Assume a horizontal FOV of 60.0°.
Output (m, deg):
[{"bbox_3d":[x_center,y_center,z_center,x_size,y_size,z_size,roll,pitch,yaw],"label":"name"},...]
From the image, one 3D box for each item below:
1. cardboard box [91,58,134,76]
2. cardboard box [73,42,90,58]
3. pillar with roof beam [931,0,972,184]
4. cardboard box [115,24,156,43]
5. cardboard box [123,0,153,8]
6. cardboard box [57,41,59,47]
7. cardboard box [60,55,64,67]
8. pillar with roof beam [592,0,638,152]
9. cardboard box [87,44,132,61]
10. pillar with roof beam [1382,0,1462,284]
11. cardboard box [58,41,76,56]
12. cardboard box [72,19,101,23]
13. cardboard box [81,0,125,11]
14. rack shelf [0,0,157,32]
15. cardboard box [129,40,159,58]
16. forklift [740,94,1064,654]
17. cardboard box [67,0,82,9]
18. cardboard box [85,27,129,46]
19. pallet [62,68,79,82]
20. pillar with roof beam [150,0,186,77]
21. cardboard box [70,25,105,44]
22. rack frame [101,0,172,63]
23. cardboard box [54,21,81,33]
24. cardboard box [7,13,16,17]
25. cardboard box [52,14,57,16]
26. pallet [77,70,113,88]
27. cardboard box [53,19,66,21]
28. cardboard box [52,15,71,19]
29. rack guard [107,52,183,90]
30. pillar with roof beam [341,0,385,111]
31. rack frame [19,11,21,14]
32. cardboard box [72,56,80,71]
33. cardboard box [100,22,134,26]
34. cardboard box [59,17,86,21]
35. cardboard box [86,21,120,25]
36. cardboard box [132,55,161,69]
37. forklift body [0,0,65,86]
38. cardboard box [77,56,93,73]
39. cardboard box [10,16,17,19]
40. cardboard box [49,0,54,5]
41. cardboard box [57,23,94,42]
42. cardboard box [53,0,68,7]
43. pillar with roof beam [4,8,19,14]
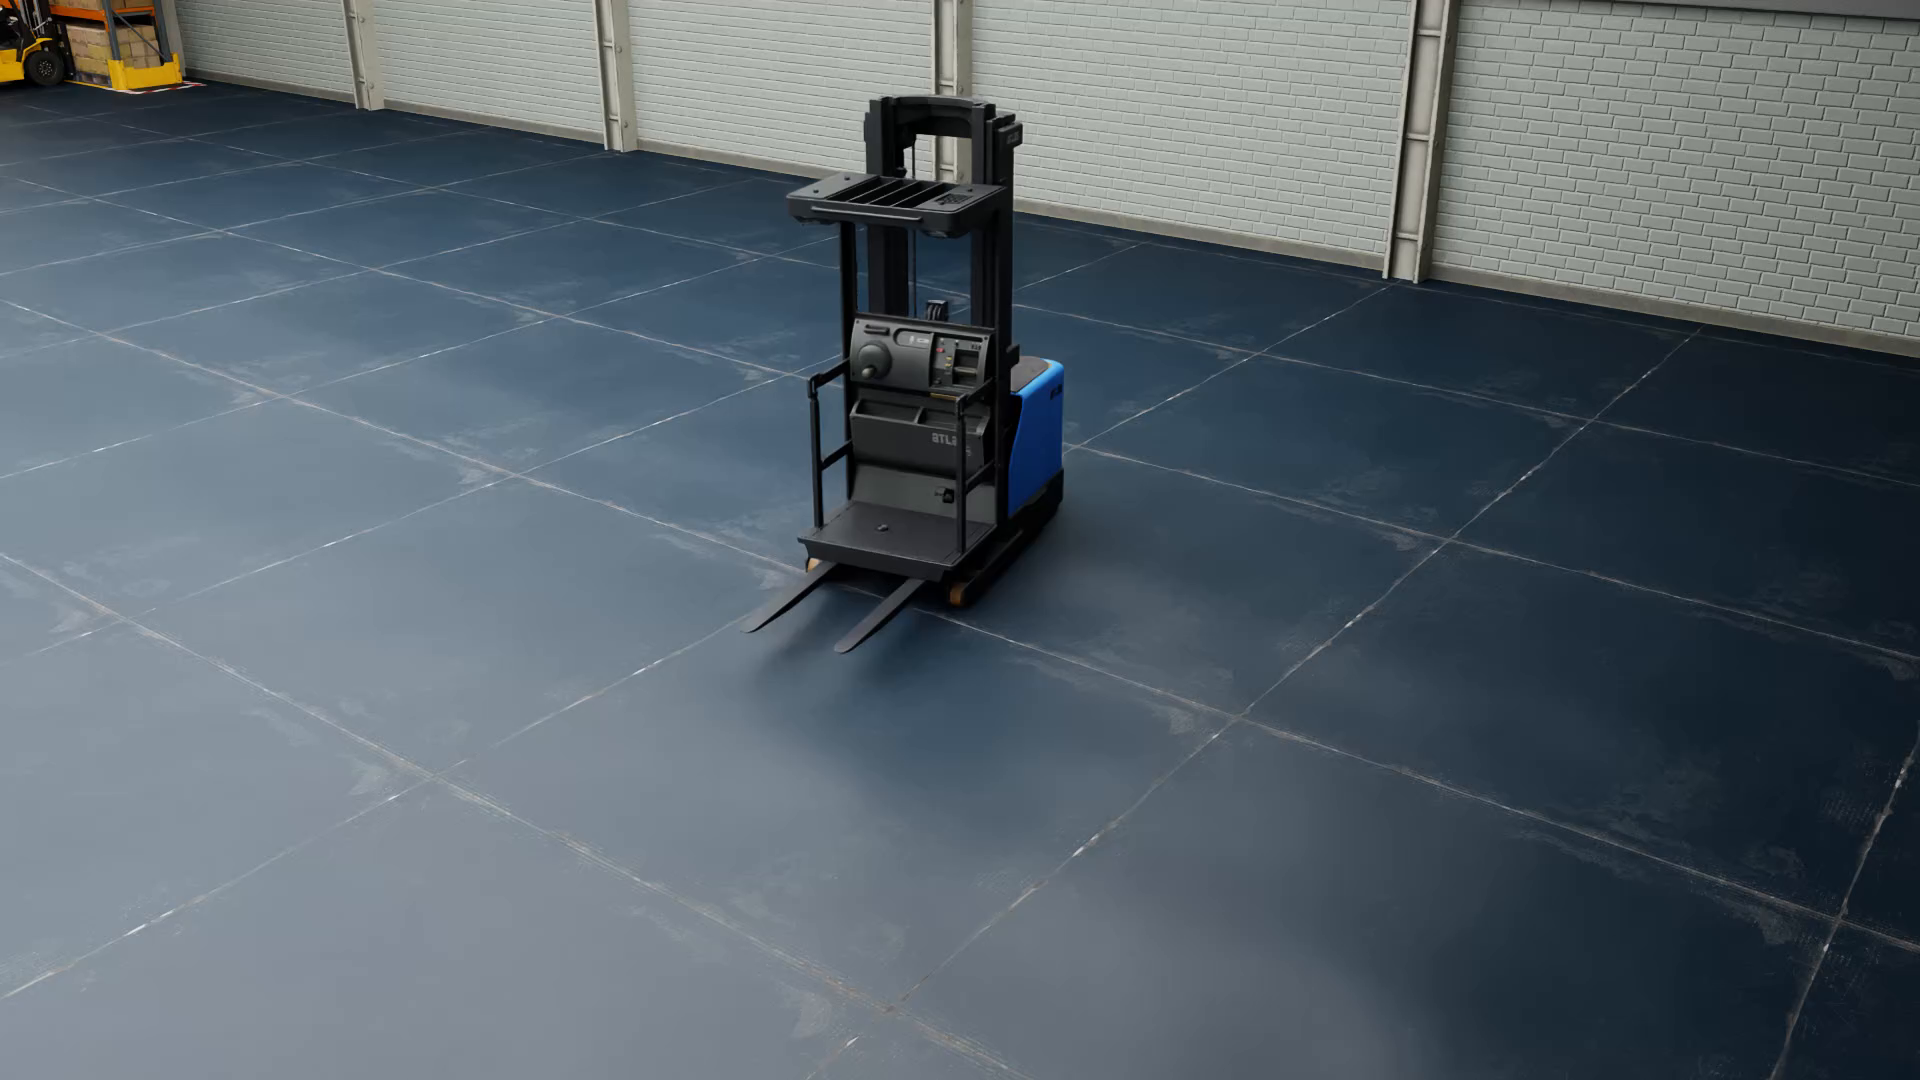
[{"bbox_3d":[-15.055,-8.428,29.547,0.500,0.250,0.500,17,29,34],"label":"cardboard box"},{"bbox_3d":[-15.461,-8.787,29.741,0.500,0.250,0.500,16,29,33],"label":"cardboard box"},{"bbox_3d":[-2.684,-6.945,15.852,0.400,9.000,9.100,17,29,33],"label":"pillar with roof beam"},{"bbox_3d":[-14.760,-9.051,29.722,0.500,0.250,0.500,16,29,33],"label":"cardboard box"},{"bbox_3d":[-14.719,-9.738,29.506,0.500,0.500,0.500,18,29,35],"label":"cardboard box"},{"bbox_3d":[-16.285,-9.027,30.287,0.500,0.250,0.500,17,29,33],"label":"cardboard box"},{"bbox_3d":[-16.271,-8.794,30.377,0.500,0.250,0.500,18,29,35],"label":"cardboard box"},{"bbox_3d":[-7.485,-8.396,19.145,0.400,9.000,9.100,17,29,33],"label":"pillar with roof beam"},{"bbox_3d":[-15.066,-8.662,29.458,0.500,0.250,0.500,16,29,33],"label":"cardboard box"},{"bbox_3d":[2.117,-5.494,12.559,0.400,9.000,9.100,17,29,33],"label":"pillar with roof beam"},{"bbox_3d":[-15.887,-8.905,30.009,0.500,0.250,0.500,16,28,32],"label":"cardboard box"},{"bbox_3d":[-15.962,-9.421,30.562,0.500,0.250,0.500,16,28,32],"label":"cardboard box"},{"bbox_3d":[-15.040,-9.562,29.109,0.500,0.500,0.500,16,28,32],"label":"cardboard box"},{"bbox_3d":[-16.090,-9.637,30.294,4.000,0.370,1.077,17,29,33],"label":"rack shelf"},{"bbox_3d":[-14.741,-8.826,29.830,0.500,0.250,0.500,17,29,34],"label":"cardboard box"},{"bbox_3d":[-0.338,-1.119,10.154,1.130,2.935,3.031,10,26,22],"label":"forklift"},{"bbox_3d":[-15.450,-9.691,29.400,0.500,0.500,0.500,18,29,35],"label":"cardboard box"},{"bbox_3d":[-15.045,-8.885,29.344,0.500,0.250,0.500,18,29,35],"label":"cardboard box"},{"bbox_3d":[-16.098,-8.673,30.672,1.213,0.211,1.003,17,29,33],"label":"pallet"},{"bbox_3d":[-17.088,-11.298,25.731,0.400,9.000,9.100,17,29,33],"label":"pillar with roof beam"},{"bbox_3d":[-15.457,-9.006,29.620,0.500,0.250,0.500,17,29,34],"label":"cardboard box"},{"bbox_3d":[-14.489,-9.482,29.051,0.127,3.000,1.000,17,29,33],"label":"rack frame"},{"bbox_3d":[-16.267,-9.250,30.173,0.500,0.250,0.500,16,28,32],"label":"cardboard box"},{"bbox_3d":[-18.730,-9.868,32.350,0.625,0.625,0.875,16,29,33],"label":"cardboard box"},{"bbox_3d":[-17.180,-9.785,31.386,0.500,0.250,0.500,17,29,34],"label":"cardboard box"},{"bbox_3d":[-15.126,-8.378,30.002,1.213,0.211,1.003,17,29,33],"label":"pallet"},{"bbox_3d":[-16.683,-9.379,30.467,0.500,0.250,0.500,18,29,35],"label":"cardboard box"},{"bbox_3d":[-16.766,-9.667,31.119,0.500,0.250,0.500,16,29,33],"label":"cardboard box"},{"bbox_3d":[-14.470,-8.333,29.542,0.348,0.500,1.175,17,29,33],"label":"rack guard"},{"bbox_3d":[-12.287,-9.847,22.438,0.400,9.000,9.100,17,29,33],"label":"pillar with roof beam"},{"bbox_3d":[-17.690,-10.450,31.247,0.127,3.000,1.000,17,29,33],"label":"rack frame"},{"bbox_3d":[-15.842,-8.675,30.108,0.500,0.250,0.500,17,29,34],"label":"cardboard box"},{"bbox_3d":[-15.162,-9.171,29.993,0.500,0.250,0.500,17,29,33],"label":"cardboard box"},{"bbox_3d":[-16.369,-9.540,30.832,0.500,0.250,0.500,17,29,34],"label":"cardboard box"},{"bbox_3d":[-15.556,-9.295,30.276,0.500,0.250,0.500,17,29,33],"label":"cardboard box"},{"bbox_3d":[-14.765,-8.598,29.934,0.500,0.250,0.500,17,29,34],"label":"cardboard box"},{"bbox_3d":[-17.101,-8.964,28.927,1.214,2.155,2.313,17,29,33],"label":"forklift body"},{"bbox_3d":[-15.447,-8.551,29.827,0.500,0.250,0.500,17,29,33],"label":"cardboard box"},{"bbox_3d":[-17.491,-9.623,31.019,0.500,0.250,0.500,16,29,33],"label":"cardboard box"},{"bbox_3d":[-16.269,-9.933,29.949,0.500,0.500,0.500,17,29,34],"label":"cardboard box"},{"bbox_3d":[-15.867,-9.125,29.889,0.500,0.250,0.500,17,29,34],"label":"cardboard box"},{"bbox_3d":[-15.860,-9.815,29.681,0.500,0.500,0.500,16,29,32],"label":"cardboard box"},{"bbox_3d":[-21.889,-12.749,29.024,0.400,9.000,9.100,17,29,33],"label":"pillar with roof beam"}]
